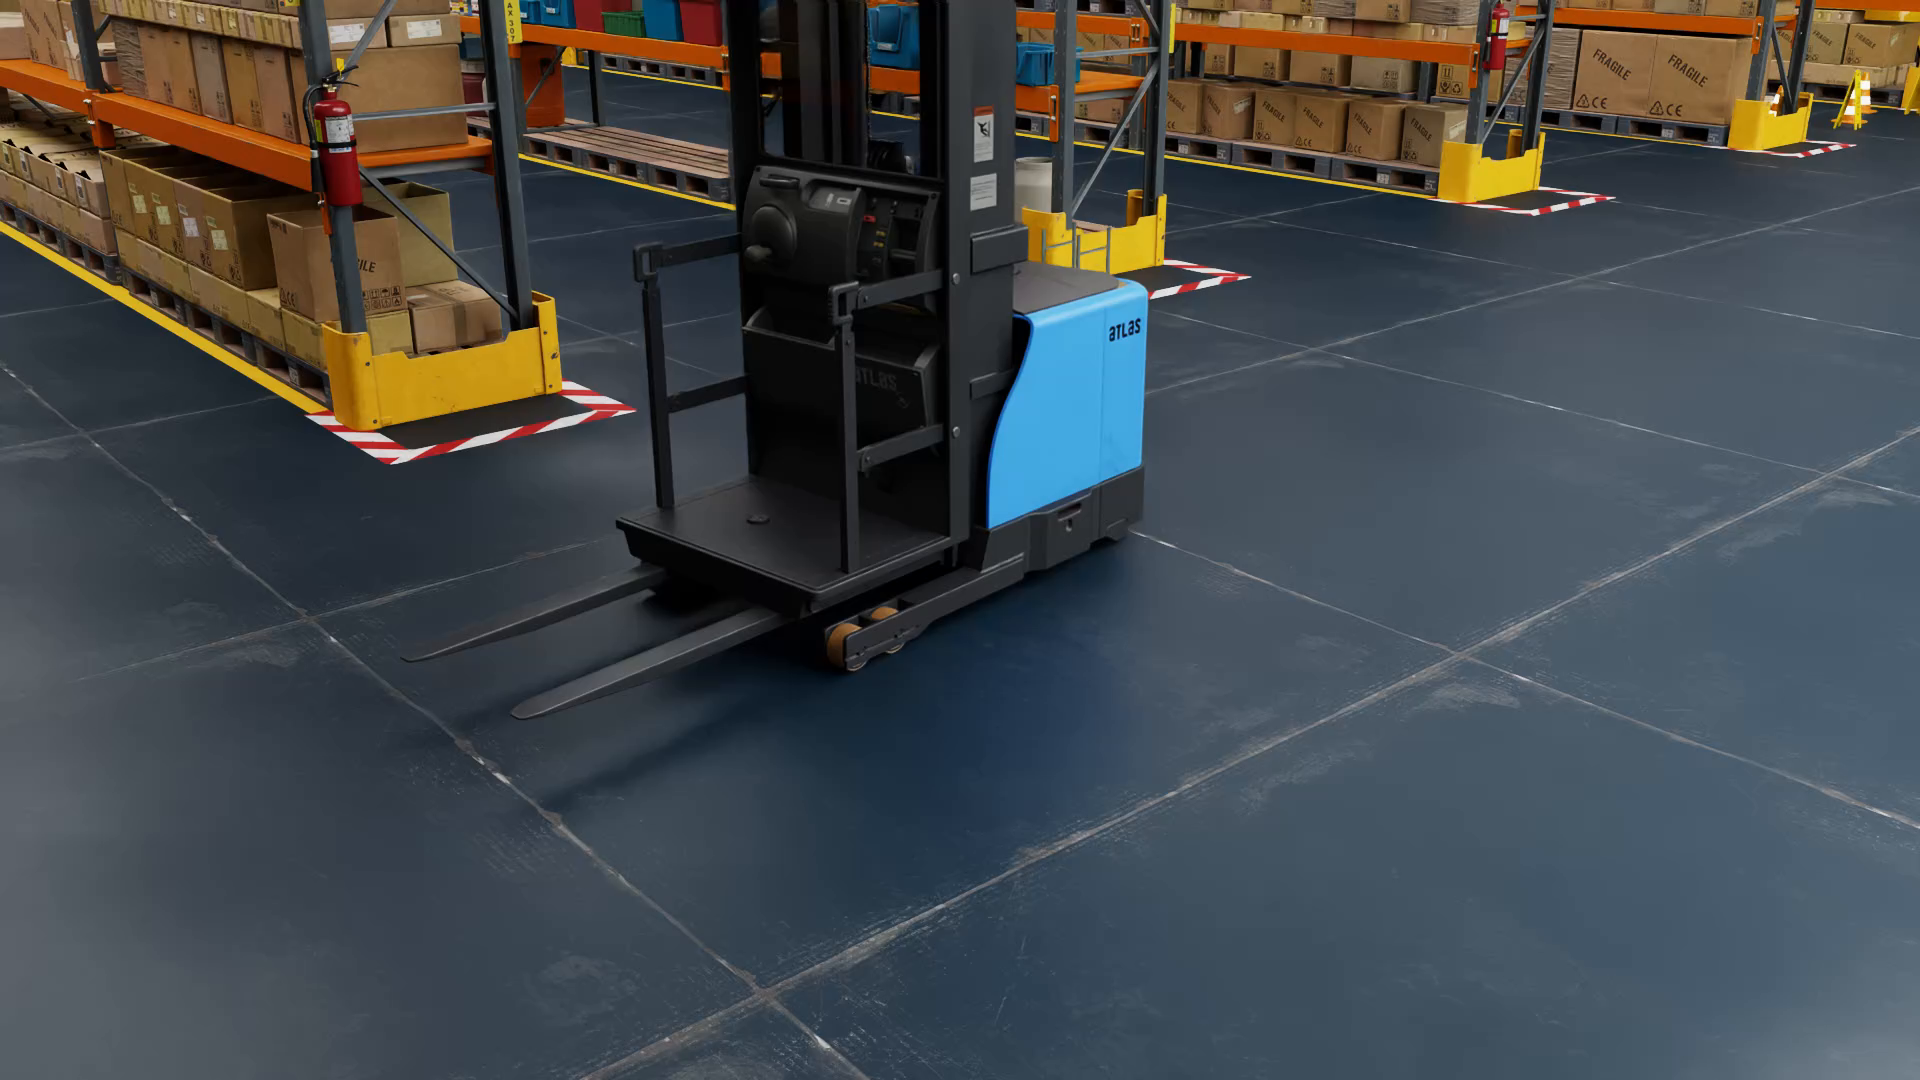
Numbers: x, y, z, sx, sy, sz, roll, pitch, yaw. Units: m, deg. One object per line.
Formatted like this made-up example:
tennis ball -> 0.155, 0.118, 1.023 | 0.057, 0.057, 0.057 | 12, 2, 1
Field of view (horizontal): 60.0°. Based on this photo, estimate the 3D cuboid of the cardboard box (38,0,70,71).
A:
cardboard box -> -6.485, -3.780, 12.385 | 0.500, 0.500, 0.500 | -17, 27, -37

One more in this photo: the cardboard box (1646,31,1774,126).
cardboard box -> 8.124, -5.016, 18.016 | 0.875, 0.875, 0.875 | -17, 27, -37

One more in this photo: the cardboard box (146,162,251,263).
cardboard box -> -4.607, -2.019, 10.192 | 0.500, 0.500, 0.500 | -17, 27, -37

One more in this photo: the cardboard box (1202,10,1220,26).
cardboard box -> 2.602, -5.141, 16.342 | 0.380, 0.149, 0.250 | -17, 27, -37

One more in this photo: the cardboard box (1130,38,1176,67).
cardboard box -> 2.767, -7.000, 23.595 | 0.500, 0.500, 0.500 | -18, 27, -38

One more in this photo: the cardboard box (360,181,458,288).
cardboard box -> -3.223, -1.732, 9.459 | 0.500, 0.500, 0.500 | -17, 27, -37

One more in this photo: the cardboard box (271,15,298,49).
cardboard box -> -3.280, -2.609, 8.506 | 0.380, 0.149, 0.250 | -17, 27, -36

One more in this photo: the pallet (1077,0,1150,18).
pallet -> 1.793, -5.747, 17.808 | 1.003, 0.211, 1.213 | -17, 27, -37

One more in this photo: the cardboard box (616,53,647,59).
cardboard box -> -4.579, -7.703, 24.876 | 0.875, 0.875, 0.875 | -17, 27, -37

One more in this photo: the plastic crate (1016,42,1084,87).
plastic crate -> 0.487, -3.304, 11.512 | 0.499, 0.251, 0.616 | -17, 27, -37

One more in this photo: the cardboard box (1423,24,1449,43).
cardboard box -> 4.288, -4.468, 14.622 | 0.380, 0.149, 0.250 | -17, 27, -37

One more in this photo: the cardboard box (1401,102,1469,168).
cardboard box -> 4.398, -3.694, 15.154 | 0.500, 0.500, 0.500 | -12, 24, -28

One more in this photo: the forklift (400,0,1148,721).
forklift -> -0.575, -1.113, 5.808 | 1.130, 2.935, 3.031 | 18, 27, 38

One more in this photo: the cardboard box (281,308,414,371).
cardboard box -> -3.288, -1.122, 8.929 | 0.500, 0.250, 0.500 | -17, 27, -37

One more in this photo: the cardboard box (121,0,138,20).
cardboard box -> -4.963, -3.322, 10.325 | 0.380, 0.149, 0.250 | -18, 28, -39

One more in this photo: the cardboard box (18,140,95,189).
cardboard box -> -6.800, -2.874, 12.634 | 0.500, 0.311, 0.500 | -18, 28, -38

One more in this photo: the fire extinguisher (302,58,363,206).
fire extinguisher -> -2.989, -1.949, 7.954 | 0.296, 0.674, 0.183 | -17, 27, -37

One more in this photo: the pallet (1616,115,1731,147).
pallet -> 8.035, -4.542, 18.292 | 1.003, 0.211, 1.213 | -17, 27, -37

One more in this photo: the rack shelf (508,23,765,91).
rack shelf -> -2.876, -4.629, 15.677 | 1.077, 0.370, 4.000 | -17, 27, -37

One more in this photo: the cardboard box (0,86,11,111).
cardboard box -> -8.764, -3.946, 14.742 | 0.500, 0.250, 0.500 | -16, 27, -35

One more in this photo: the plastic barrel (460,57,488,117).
plastic barrel -> -5.251, -5.033, 18.451 | 0.600, 0.588, 0.708 | -17, 27, -37

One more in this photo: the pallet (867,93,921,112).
pallet -> -0.886, -5.633, 21.078 | 1.003, 0.211, 1.213 | -17, 27, -37

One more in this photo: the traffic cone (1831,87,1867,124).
traffic cone -> 10.424, -5.117, 19.415 | 0.336, 0.463, 0.334 | -17, 27, -37

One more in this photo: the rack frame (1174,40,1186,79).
rack frame -> 3.395, -7.849, 22.910 | 1.000, 3.000, 0.127 | -17, 27, -37

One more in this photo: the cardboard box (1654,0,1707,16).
cardboard box -> 7.965, -5.947, 17.849 | 0.875, 0.550, 0.550 | -17, 27, -37

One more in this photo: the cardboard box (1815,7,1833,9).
cardboard box -> 13.526, -8.305, 25.899 | 0.500, 0.250, 0.500 | -18, 28, -38

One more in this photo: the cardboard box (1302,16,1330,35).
cardboard box -> 3.392, -4.788, 15.439 | 0.380, 0.149, 0.250 | -17, 27, -37

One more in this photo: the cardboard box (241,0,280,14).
cardboard box -> -3.391, -3.070, 8.793 | 0.700, 0.500, 0.500 | -18, 28, -39

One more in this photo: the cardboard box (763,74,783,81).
cardboard box -> -2.023, -6.589, 22.030 | 1.225, 0.875, 0.875 | -19, 28, -39

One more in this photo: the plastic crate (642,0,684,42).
plastic crate -> -2.526, -4.635, 14.727 | 0.392, 0.384, 0.575 | -17, 27, -37

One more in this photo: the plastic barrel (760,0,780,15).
plastic barrel -> -1.593, -4.824, 14.500 | 0.600, 0.901, 0.708 | -17, 27, -37

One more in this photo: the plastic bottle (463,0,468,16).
plastic bottle -> -5.171, -5.615, 17.480 | 0.097, 0.201, 0.097 | 0, 21, 0

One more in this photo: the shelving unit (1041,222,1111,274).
shelving unit -> 0.497, -0.769, 7.303 | 0.189, 1.200, 0.258 | 17, 27, 37

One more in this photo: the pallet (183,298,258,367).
pallet -> -4.037, -1.368, 10.188 | 1.003, 0.211, 1.213 | -17, 27, -37

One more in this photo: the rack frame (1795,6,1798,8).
rack frame -> 13.448, -9.133, 26.188 | 1.000, 3.000, 0.127 | -17, 27, -37

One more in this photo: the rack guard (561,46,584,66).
rack guard -> -5.667, -7.749, 26.083 | 1.175, 0.500, 0.348 | -17, 27, -37

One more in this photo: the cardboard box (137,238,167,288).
cardboard box -> -4.930, -1.809, 10.685 | 0.500, 0.250, 0.500 | -17, 27, -37

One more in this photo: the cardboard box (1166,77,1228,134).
cardboard box -> 2.413, -4.502, 17.218 | 0.500, 0.500, 0.500 | -18, 28, -39

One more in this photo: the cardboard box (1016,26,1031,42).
cardboard box -> 1.065, -7.718, 25.429 | 0.500, 0.500, 0.500 | -16, 27, -35

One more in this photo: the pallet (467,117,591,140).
pallet -> -4.727, -4.426, 17.996 | 1.003, 0.211, 1.213 | -17, 27, -37

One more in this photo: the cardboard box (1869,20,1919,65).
cardboard box -> 11.968, -6.404, 21.389 | 0.500, 0.500, 0.500 | -19, 28, -39

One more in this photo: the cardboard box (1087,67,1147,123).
cardboard box -> 1.798, -4.807, 17.967 | 0.500, 0.500, 0.700 | 20, 29, 41

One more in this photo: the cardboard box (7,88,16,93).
cardboard box -> -9.365, -4.140, 16.264 | 0.500, 0.500, 0.500 | -17, 27, -37

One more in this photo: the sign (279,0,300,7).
sign -> -3.134, -2.653, 7.731 | 0.100, 0.325, 0.005 | -17, 27, -37

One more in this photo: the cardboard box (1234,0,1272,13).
cardboard box -> 3.131, -5.376, 16.052 | 0.875, 0.500, 0.500 | -17, 27, -37

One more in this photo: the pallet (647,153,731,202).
pallet -> -2.112, -3.321, 15.174 | 1.003, 0.211, 1.213 | -17, 27, -37

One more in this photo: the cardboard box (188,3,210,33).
cardboard box -> -4.122, -2.965, 9.416 | 0.380, 0.149, 0.250 | -18, 28, -38

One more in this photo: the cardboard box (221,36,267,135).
cardboard box -> -3.675, -2.590, 9.346 | 0.700, 0.500, 0.500 | -17, 27, -37

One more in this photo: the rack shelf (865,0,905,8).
rack shelf -> -1.734, -6.914, 21.509 | 1.077, 0.370, 4.000 | -17, 27, -37

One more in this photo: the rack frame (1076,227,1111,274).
rack frame -> 0.567, -0.748, 7.248 | 0.006, 1.200, 0.240 | 17, 27, 37

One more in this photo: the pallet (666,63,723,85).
pallet -> -3.477, -6.731, 23.881 | 1.003, 0.211, 1.213 | -17, 27, -37

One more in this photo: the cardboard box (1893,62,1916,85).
cardboard box -> 11.984, -6.049, 21.509 | 0.500, 0.250, 0.500 | -18, 28, -38

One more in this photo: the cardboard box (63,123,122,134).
cardboard box -> -7.063, -3.287, 13.689 | 0.500, 0.311, 0.500 | -18, 28, -38

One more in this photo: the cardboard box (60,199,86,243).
cardboard box -> -6.144, -2.335, 12.026 | 0.500, 0.250, 0.500 | -18, 28, -38

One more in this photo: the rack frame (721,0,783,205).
rack frame -> -1.570, -4.412, 14.135 | 1.000, 3.000, 0.127 | -17, 27, -37
